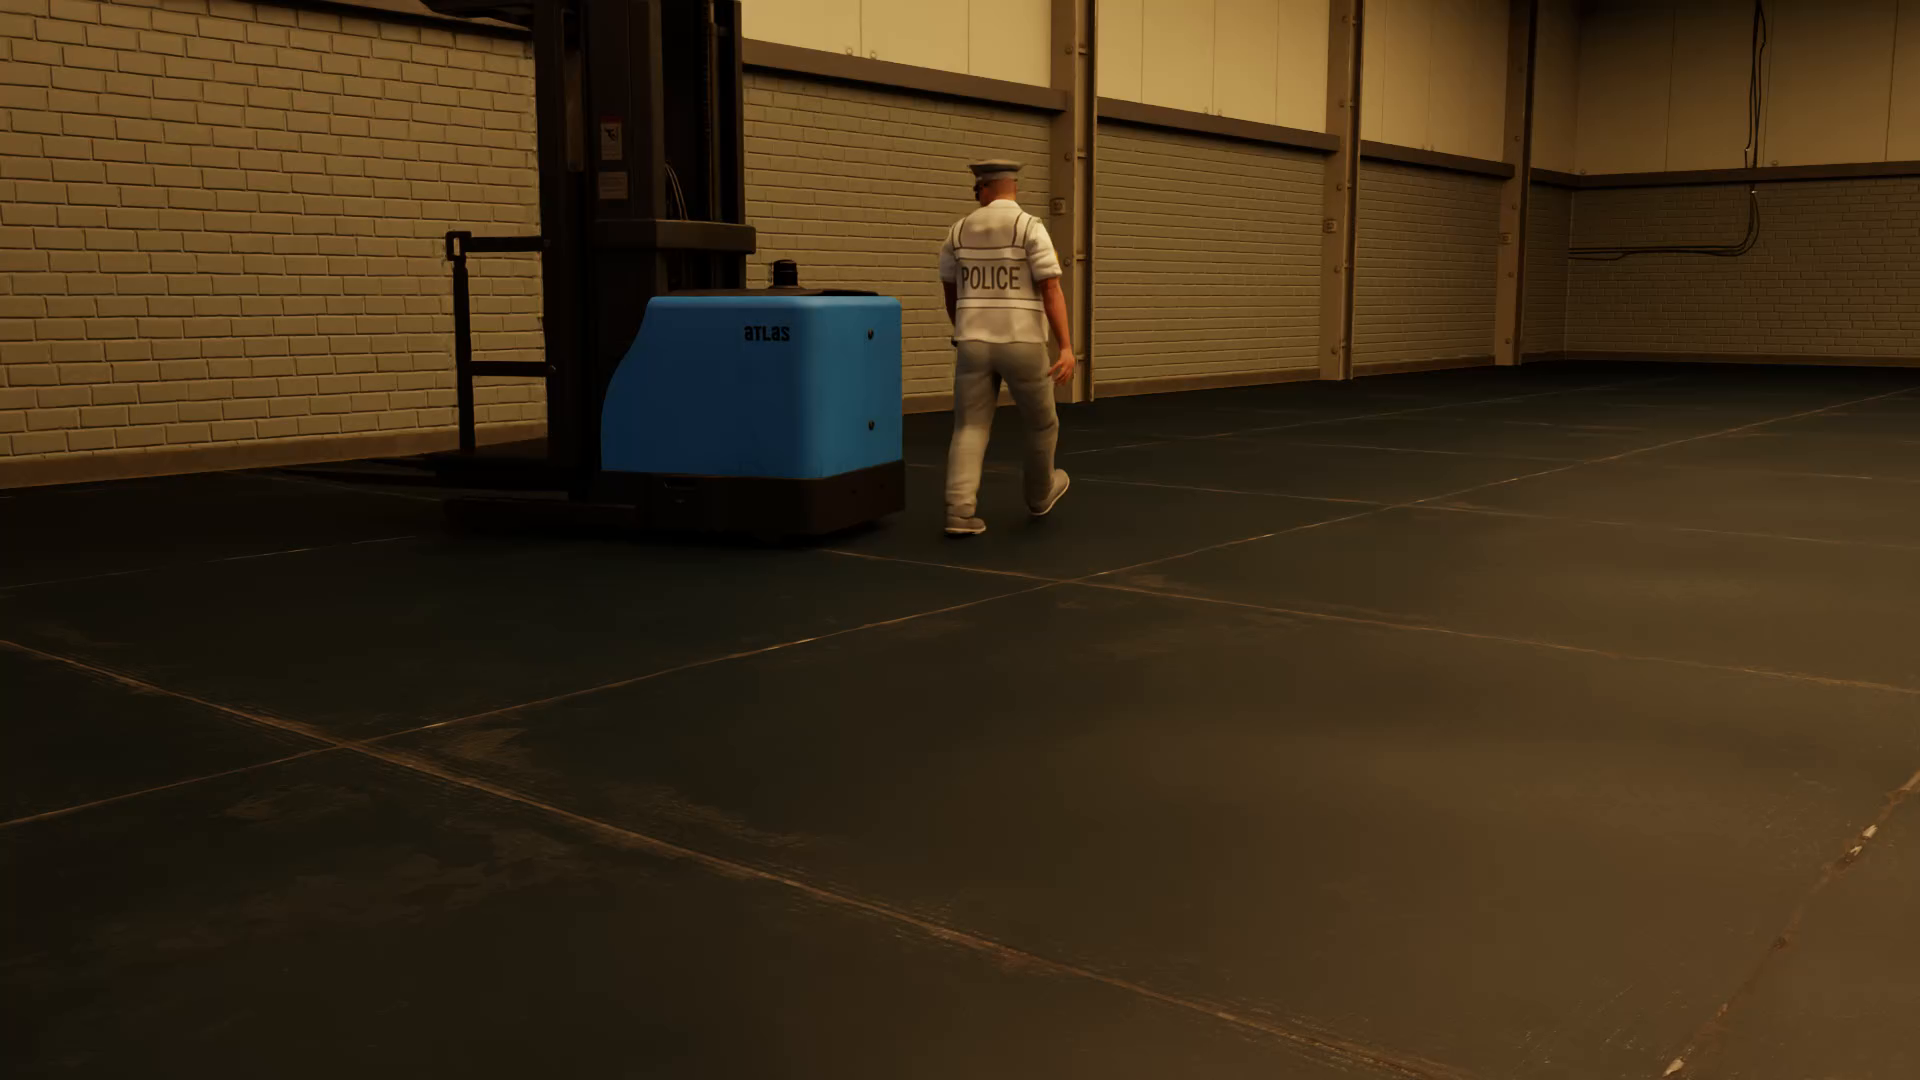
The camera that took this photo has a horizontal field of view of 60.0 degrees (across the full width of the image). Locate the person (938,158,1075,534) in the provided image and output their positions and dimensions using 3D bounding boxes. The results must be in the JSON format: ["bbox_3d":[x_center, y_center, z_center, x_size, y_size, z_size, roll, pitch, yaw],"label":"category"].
[{"bbox_3d":[0.260,-0.897,7.694,0.718,1.696,0.932,3,9,22],"label":"person"}]

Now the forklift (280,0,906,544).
[{"bbox_3d":[-1.830,-1.542,7.818,3.031,2.935,1.130,3,9,20],"label":"forklift"}]
